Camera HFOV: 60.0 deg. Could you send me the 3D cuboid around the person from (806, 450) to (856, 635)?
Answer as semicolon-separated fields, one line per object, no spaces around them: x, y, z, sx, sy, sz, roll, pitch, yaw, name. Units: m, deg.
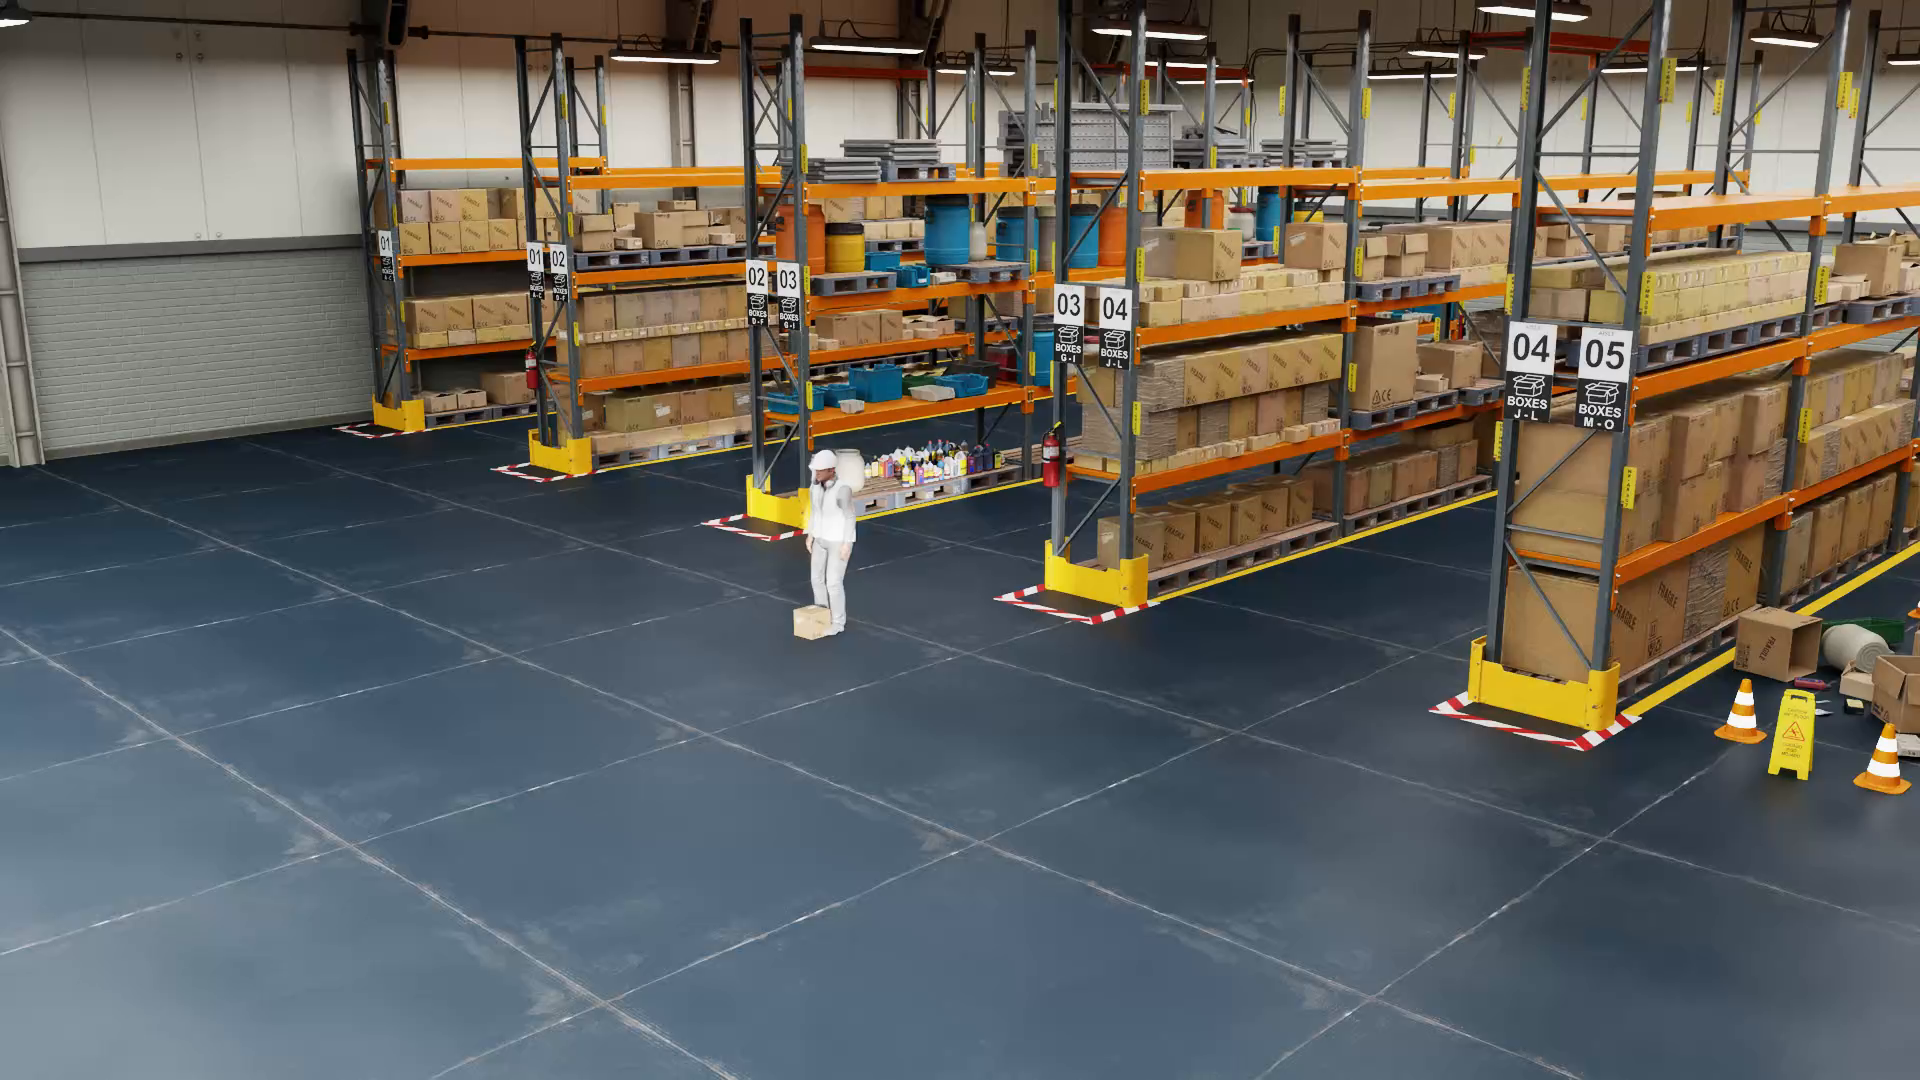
-1.244;0.003;15.925;0.581;1.771;0.465;13;18;42;person
